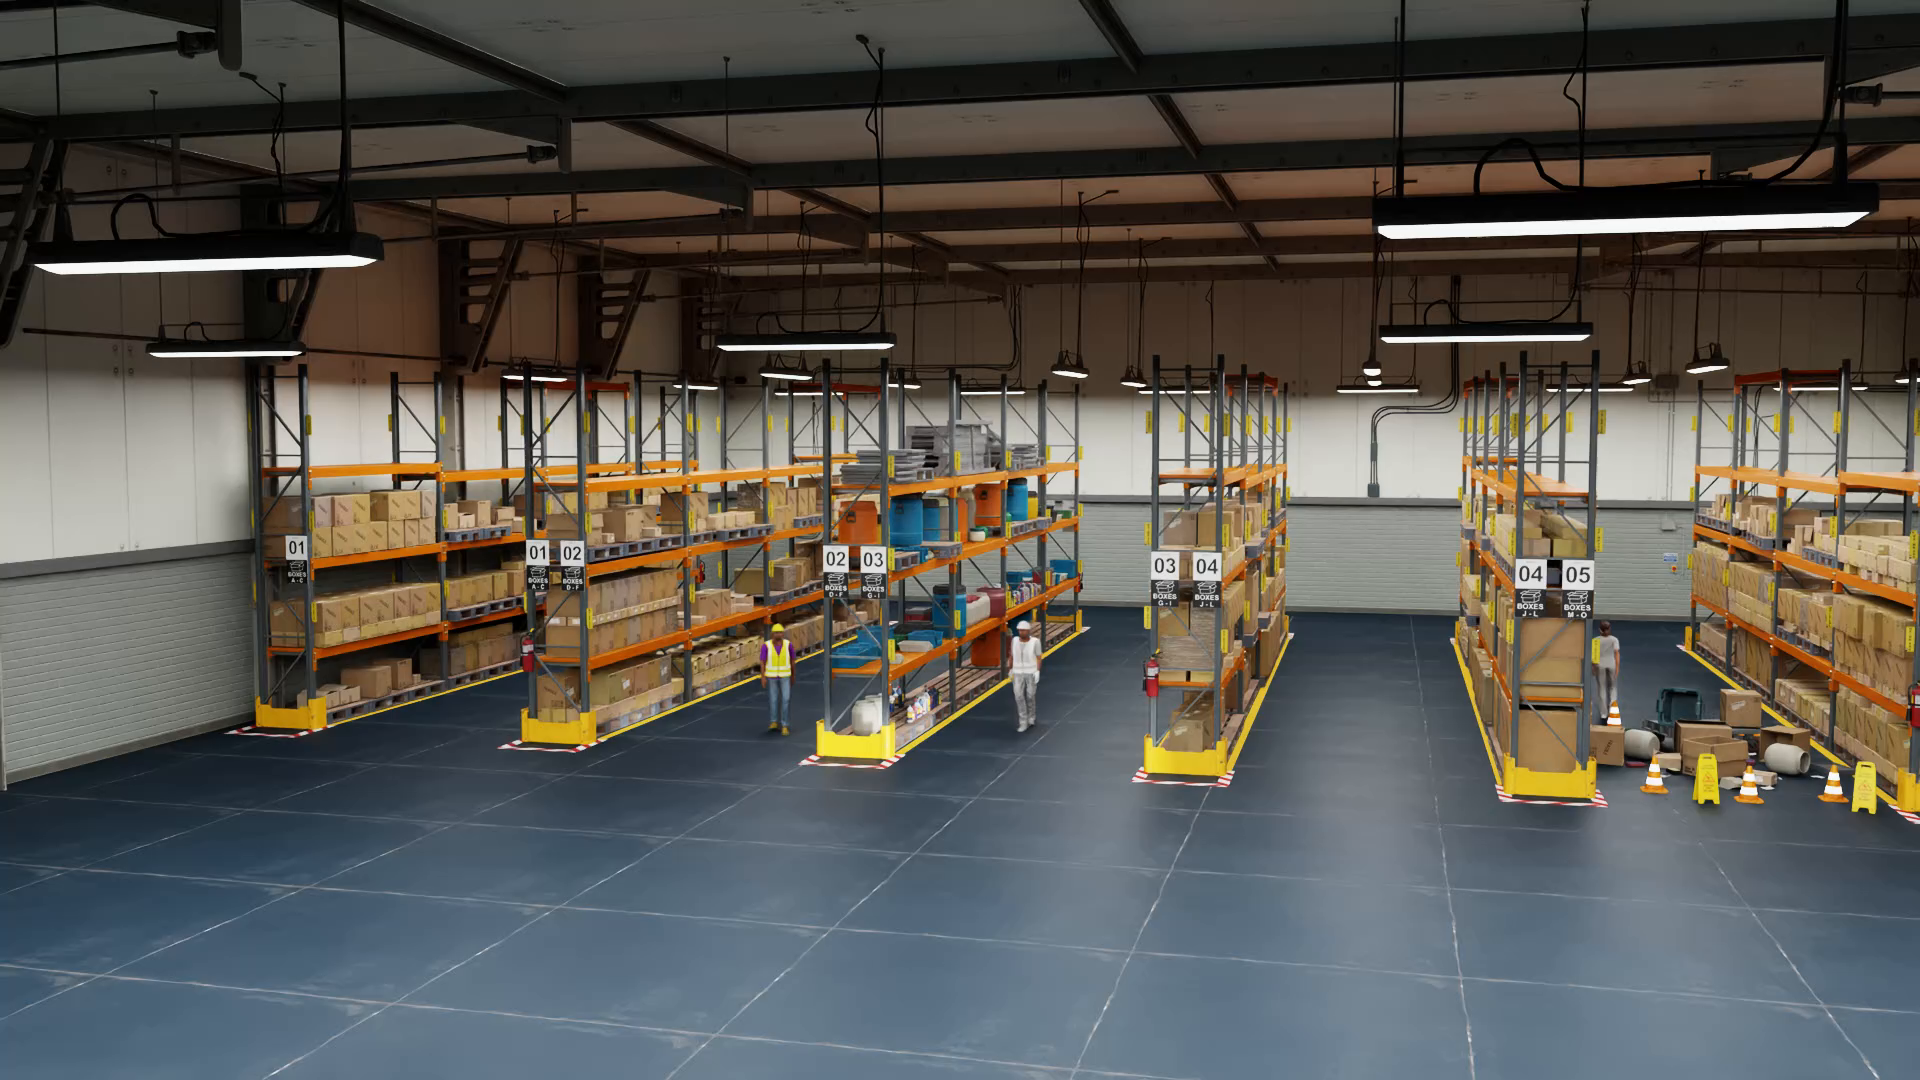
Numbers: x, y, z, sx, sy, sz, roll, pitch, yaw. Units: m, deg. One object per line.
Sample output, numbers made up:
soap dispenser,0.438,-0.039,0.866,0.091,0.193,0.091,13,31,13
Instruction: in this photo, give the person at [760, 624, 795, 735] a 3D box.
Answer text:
person,-2.975,2.268,27.160,0.584,1.803,0.723,-1,4,-9

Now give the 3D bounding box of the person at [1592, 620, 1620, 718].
person,11.013,2.227,28.370,0.485,1.724,0.422,1,4,14

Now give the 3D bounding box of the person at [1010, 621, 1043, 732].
person,1.075,2.240,27.449,0.590,1.820,0.705,1,4,11
